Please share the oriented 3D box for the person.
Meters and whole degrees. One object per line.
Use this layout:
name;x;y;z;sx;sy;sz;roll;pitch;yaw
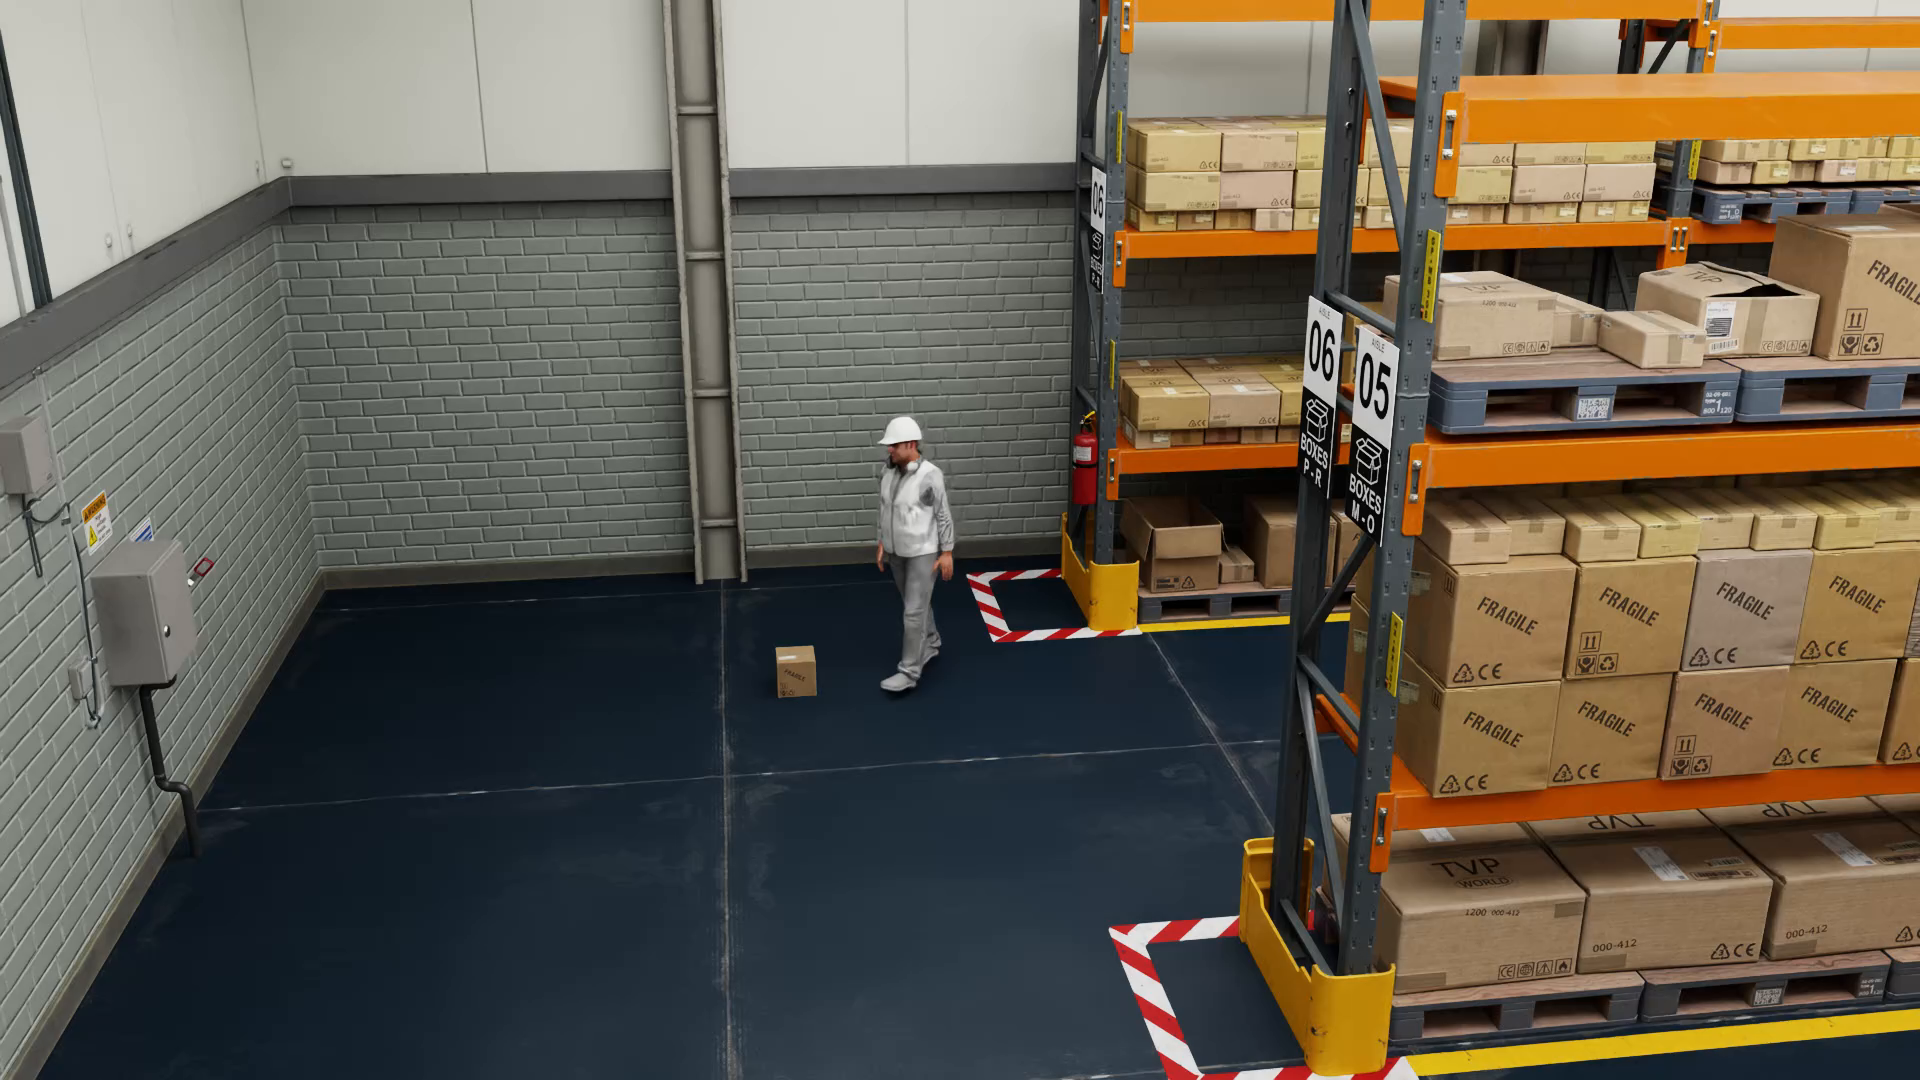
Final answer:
person;-0.352;0.067;10.822;0.567;1.749;0.788;18;27;41
